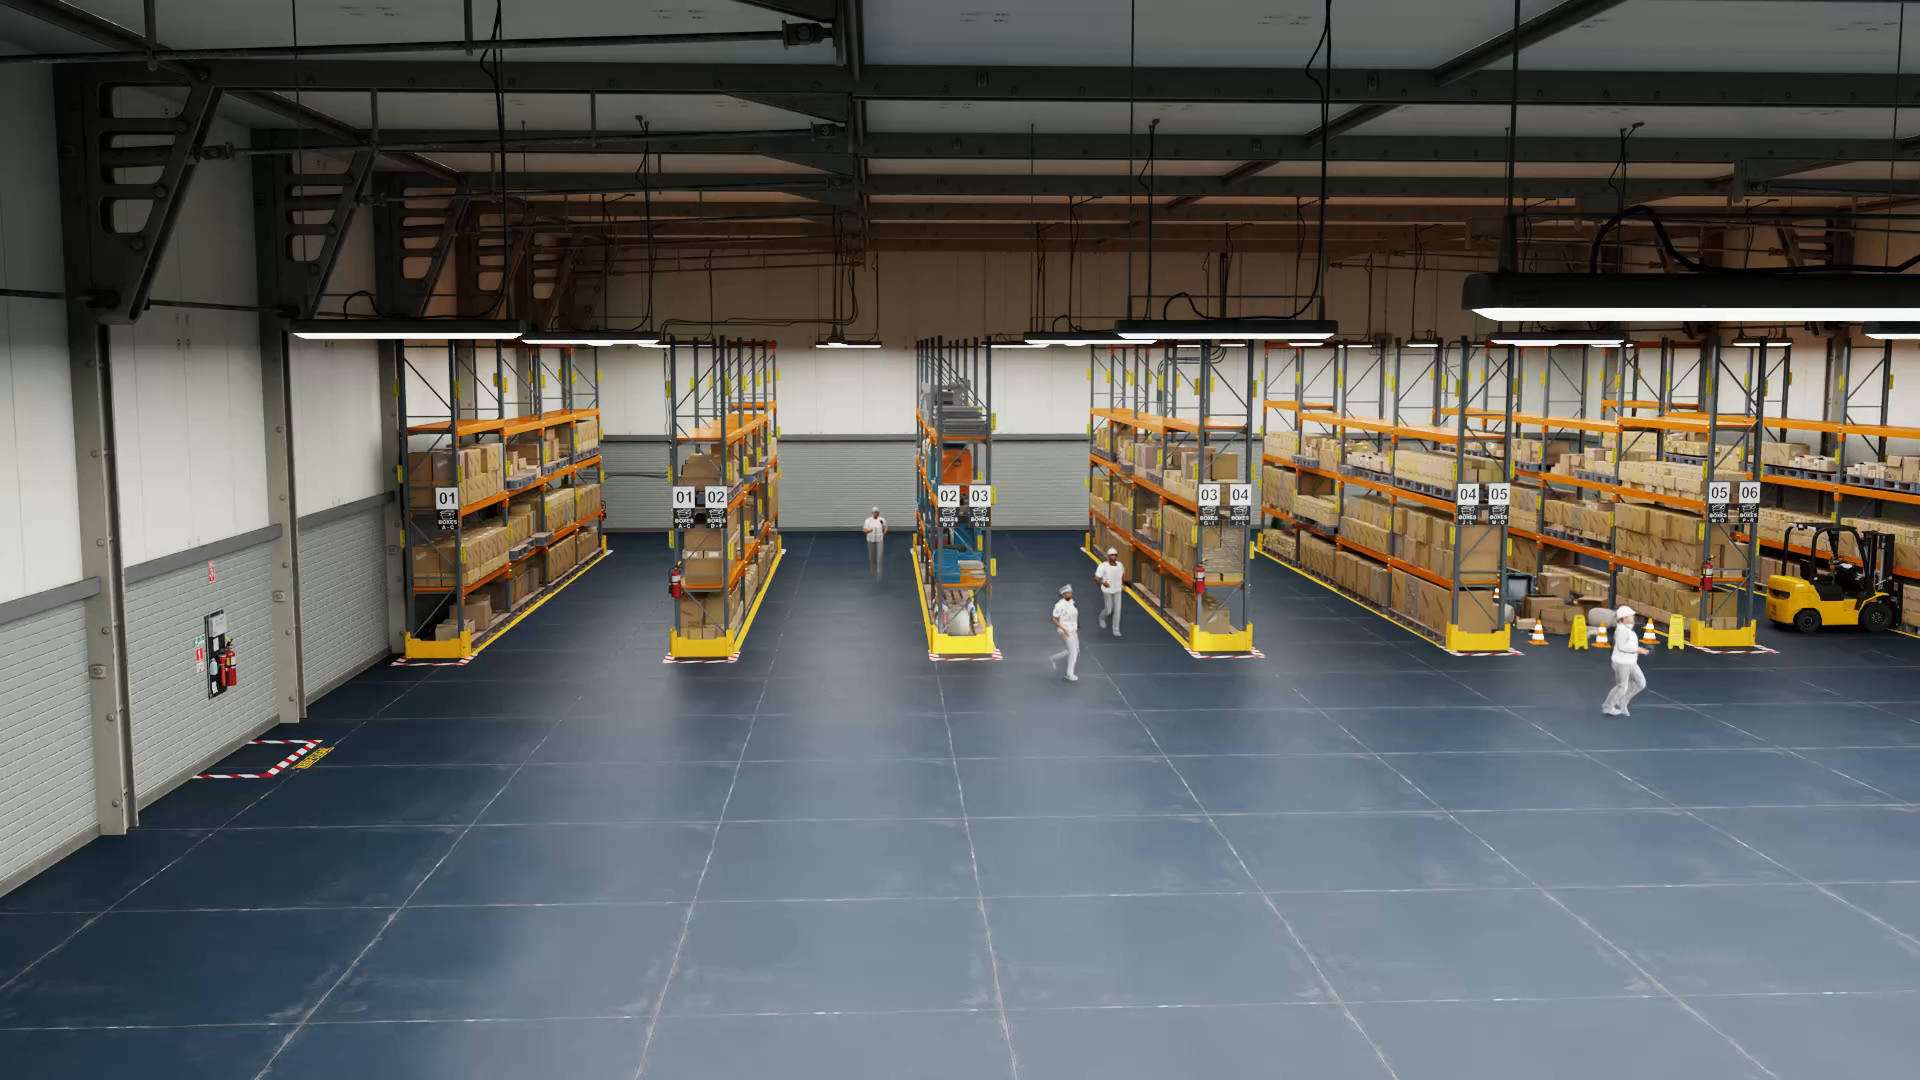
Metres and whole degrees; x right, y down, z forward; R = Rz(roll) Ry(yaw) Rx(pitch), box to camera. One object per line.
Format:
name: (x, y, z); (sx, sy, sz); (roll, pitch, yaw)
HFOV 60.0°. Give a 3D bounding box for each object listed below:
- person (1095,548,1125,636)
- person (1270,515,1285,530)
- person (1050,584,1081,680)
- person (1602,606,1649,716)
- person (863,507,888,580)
person: (3.060, 1.033, 33.509); (0.712, 1.745, 0.897); (-2, 7, -17)
person: (9.425, -0.713, 49.172); (0.659, 1.716, 0.703); (3, 7, 27)
person: (1.832, 1.602, 29.157); (0.611, 1.678, 0.576); (5, 8, 37)
person: (10.426, 1.907, 25.986); (0.689, 1.766, 0.633); (4, 8, 34)
person: (-2.032, 0.061, 39.914); (0.598, 1.706, 0.817); (0, 7, -4)
